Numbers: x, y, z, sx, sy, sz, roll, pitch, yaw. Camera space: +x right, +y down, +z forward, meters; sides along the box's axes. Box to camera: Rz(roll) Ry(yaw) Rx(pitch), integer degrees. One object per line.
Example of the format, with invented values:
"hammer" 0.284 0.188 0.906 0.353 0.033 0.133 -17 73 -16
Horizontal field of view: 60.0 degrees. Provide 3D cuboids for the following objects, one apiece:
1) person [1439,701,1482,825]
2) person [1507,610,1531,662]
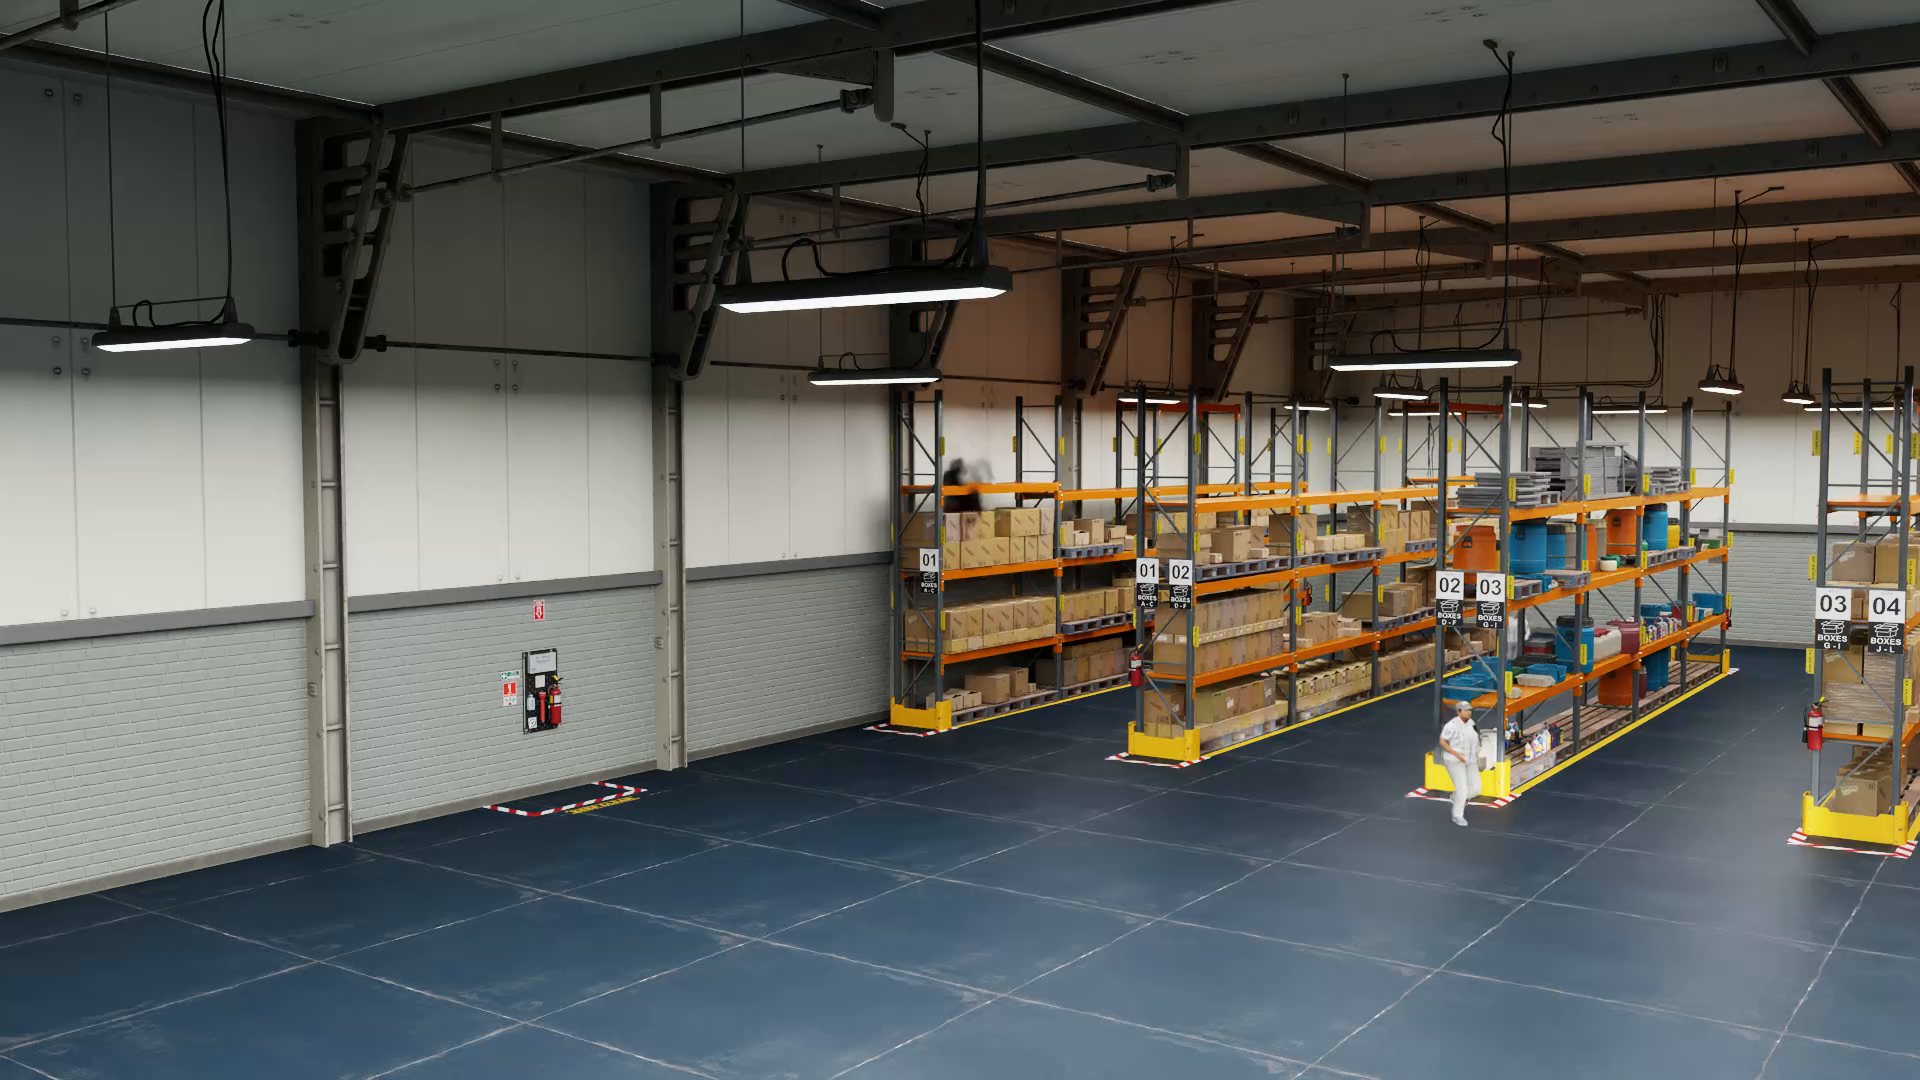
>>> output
"person" 6.650 2.954 22.132 0.627 1.625 0.553 -2 4 -25
"person" 11.783 2.194 35.313 0.624 1.663 0.491 2 4 27
